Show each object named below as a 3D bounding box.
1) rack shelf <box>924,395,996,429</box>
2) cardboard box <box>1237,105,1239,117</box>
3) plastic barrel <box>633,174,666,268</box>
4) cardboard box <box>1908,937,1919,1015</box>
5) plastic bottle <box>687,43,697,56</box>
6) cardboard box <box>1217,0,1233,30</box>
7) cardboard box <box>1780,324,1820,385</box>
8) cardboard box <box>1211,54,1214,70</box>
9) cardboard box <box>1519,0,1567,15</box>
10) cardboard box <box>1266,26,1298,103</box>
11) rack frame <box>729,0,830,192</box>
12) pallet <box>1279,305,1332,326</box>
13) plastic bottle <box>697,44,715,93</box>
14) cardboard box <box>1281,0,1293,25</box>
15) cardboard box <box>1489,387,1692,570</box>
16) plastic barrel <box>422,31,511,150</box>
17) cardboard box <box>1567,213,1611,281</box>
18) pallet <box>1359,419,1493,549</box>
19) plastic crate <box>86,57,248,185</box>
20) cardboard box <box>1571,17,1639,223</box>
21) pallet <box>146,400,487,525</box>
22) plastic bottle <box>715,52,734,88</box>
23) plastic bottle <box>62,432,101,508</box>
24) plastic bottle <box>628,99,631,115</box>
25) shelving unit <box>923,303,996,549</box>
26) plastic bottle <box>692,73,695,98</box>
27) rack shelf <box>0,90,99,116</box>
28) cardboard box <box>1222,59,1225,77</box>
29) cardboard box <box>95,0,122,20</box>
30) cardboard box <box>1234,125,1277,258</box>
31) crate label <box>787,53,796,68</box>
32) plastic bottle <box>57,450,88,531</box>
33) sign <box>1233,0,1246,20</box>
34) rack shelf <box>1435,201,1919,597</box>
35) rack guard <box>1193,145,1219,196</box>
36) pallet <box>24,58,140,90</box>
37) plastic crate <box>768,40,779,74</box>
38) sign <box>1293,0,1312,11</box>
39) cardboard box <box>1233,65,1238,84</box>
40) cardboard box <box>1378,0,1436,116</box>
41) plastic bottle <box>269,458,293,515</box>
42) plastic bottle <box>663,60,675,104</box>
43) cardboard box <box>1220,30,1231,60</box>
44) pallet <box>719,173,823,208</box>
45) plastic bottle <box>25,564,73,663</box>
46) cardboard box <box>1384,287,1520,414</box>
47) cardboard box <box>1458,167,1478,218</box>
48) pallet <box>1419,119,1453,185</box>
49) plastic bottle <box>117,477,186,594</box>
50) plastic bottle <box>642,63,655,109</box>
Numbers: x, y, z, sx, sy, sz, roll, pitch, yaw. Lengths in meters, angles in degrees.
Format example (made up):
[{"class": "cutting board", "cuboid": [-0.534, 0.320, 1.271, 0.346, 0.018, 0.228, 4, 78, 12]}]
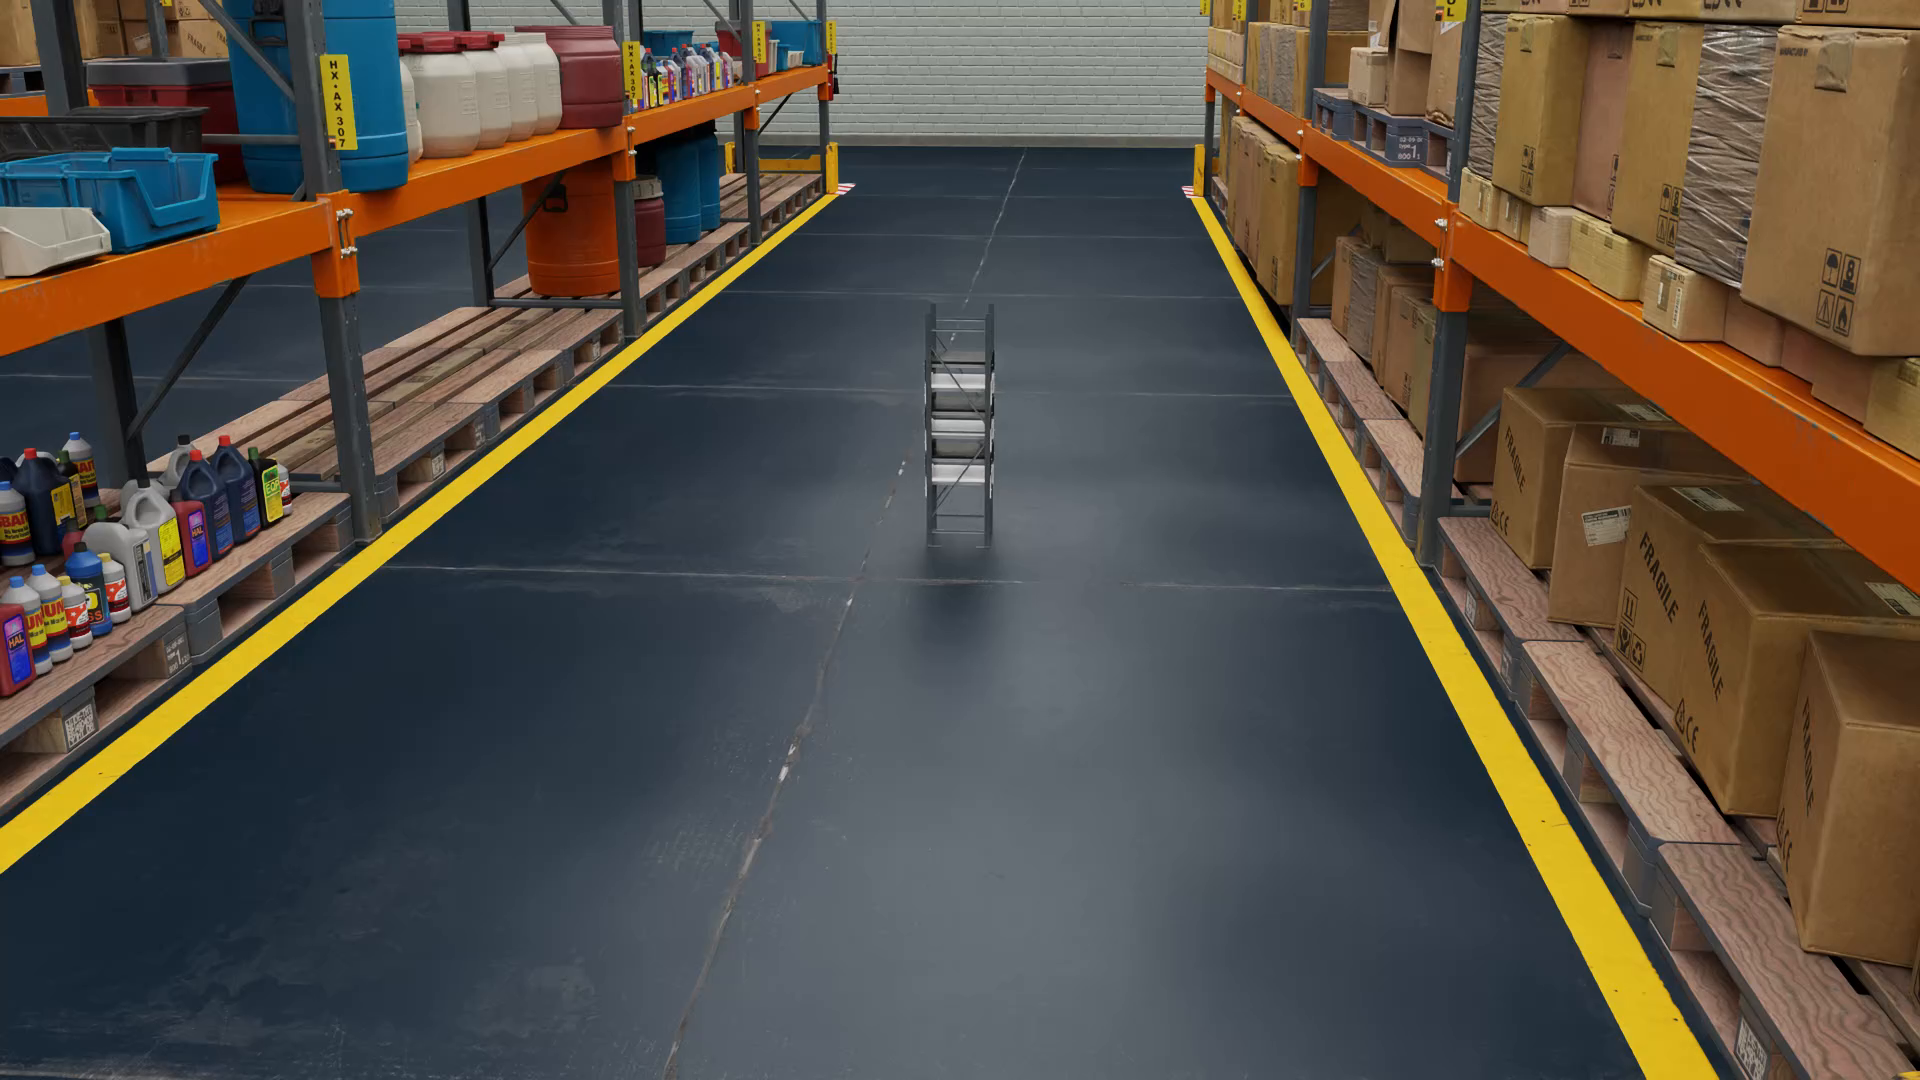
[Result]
[{"class": "rack shelf", "cuboid": [0.001, -0.484, 6.273, 0.258, 0.077, 0.200, 1, 18, 4]}, {"class": "cardboard box", "cuboid": [2.955, -3.482, 14.969, 0.875, 0.875, 0.875, 1, 18, 4]}, {"class": "plastic barrel", "cuboid": [-2.365, -2.234, 11.622, 0.600, 0.588, 0.708, 1, 18, 4]}, {"class": "cardboard box", "cuboid": [1.965, 0.713, 2.771, 0.500, 0.500, 0.500, 5, 19, 14]}, {"class": "plastic bottle", "cuboid": [-2.060, -3.607, 12.692, 0.144, 0.351, 0.185, 1, 18, 4]}, {"class": "cardboard box", "cuboid": [2.679, -5.018, 15.480, 0.500, 0.500, 0.500, 1, 18, 2]}, {"class": "cardboard box", "cuboid": [1.795, -0.366, 3.127, 0.380, 0.149, 0.250, 1, 18, 4]}, {"class": "cardboard box", "cuboid": [2.661, -4.670, 16.261, 0.380, 0.149, 0.250, 1, 18, 3]}, {"class": "cardboard box", "cuboid": [1.870, -1.699, 4.547, 0.500, 0.500, 0.500, 1, 18, 4]}, {"class": "cardboard box", "cuboid": [2.378, -3.247, 11.355, 0.500, 0.500, 0.500, 2, 18, 5]}, {"class": "rack frame", "cuboid": [-1.890, -5.162, 17.359, 1.000, 3.000, 0.127, 1, 18, 4]}, {"class": "pallet", "cuboid": [2.608, -1.485, 10.615, 1.003, 0.211, 1.213, 1, 18, 4]}, {"class": "plastic bottle", "cuboid": [-1.930, -3.546, 12.507, 0.144, 0.351, 0.185, 1, 18, 4]}, {"class": "cardboard box", "cuboid": [2.665, -3.922, 11.803, 0.797, 0.503, 0.637, 1, 18, 5]}, {"class": "cardboard box", "cuboid": [2.121, -0.213, 5.595, 0.500, 0.500, 0.500, 1, 18, 2]}, {"class": "plastic barrel", "cuboid": [-2.379, -2.154, 7.961, 0.433, 0.535, 0.433, 0, 18, 0]}, {"class": "cardboard box", "cuboid": [1.809, -0.756, 4.317, 0.380, 0.149, 0.250, 1, 18, 4]}, {"class": "pallet", "cuboid": [2.244, -0.241, 6.820, 1.003, 0.211, 1.213, 1, 18, 4]}, {"class": "plastic crate", "cuboid": [-3.021, -1.623, 6.455, 0.402, 0.464, 0.583, 1, 18, 4]}, {"class": "cardboard box", "cuboid": [2.090, -1.063, 4.211, 0.875, 0.500, 0.500, 1, 18, 4]}, {"class": "pallet", "cuboid": [-2.733, -0.355, 7.166, 1.003, 0.211, 1.213, 1, 18, 4]}, {"class": "plastic bottle", "cuboid": [-1.883, -3.731, 13.191, 0.152, 0.276, 0.135, 1, 18, 4]}, {"class": "plastic bottle", "cuboid": [-3.210, -0.258, 6.069, 0.097, 0.271, 0.097, 0, 18, 0]}, {"class": "plastic bottle", "cuboid": [-2.110, -2.745, 10.184, 0.152, 0.276, 0.135, 1, 18, 4]}, {"class": "shelving unit", "cuboid": [0.001, -0.430, 6.291, 0.258, 0.900, 0.210, 1, 18, 4]}, {"class": "plastic bottle", "cuboid": [-1.952, -3.275, 11.919, 0.097, 0.201, 0.097, 0, 18, 0]}, {"class": "rack shelf", "cuboid": [-7.261, -3.068, 12.125, 1.077, 0.370, 4.000, 1, 18, 4]}, {"class": "cardboard box", "cuboid": [2.570, -4.270, 15.040, 0.380, 0.149, 0.250, 2, 18, 5]}, {"class": "cardboard box", "cuboid": [-7.339, -4.717, 14.234, 0.500, 0.500, 0.500, 1, 18, 4]}, {"class": "cardboard box", "cuboid": [2.674, -2.522, 12.041, 1.225, 0.875, 0.875, 1, 18, 2]}, {"class": "crate label", "cuboid": [-1.799, -4.631, 16.066, 0.396, 0.136, 0.243, 1, 18, 4]}, {"class": "plastic bottle", "cuboid": [-3.100, -0.161, 5.752, 0.061, 0.283, 0.133, 1, 18, 4]}, {"class": "sign", "cuboid": [2.210, -4.270, 13.119, 0.100, 0.325, 0.005, 1, 18, 4]}, {"class": "rack shelf", "cuboid": [2.046, -0.361, 3.864, 1.077, 0.370, 4.000, 1, 18, 4]}, {"class": "rack guard", "cuboid": [3.052, -3.871, 17.434, 1.175, 0.500, 0.348, 1, 18, 4]}, {"class": "pallet", "cuboid": [-7.283, -3.694, 13.188, 1.003, 0.211, 1.213, 1, 18, 4]}, {"class": "plastic crate", "cuboid": [-1.884, -4.362, 15.011, 0.437, 0.282, 0.530, 1, 18, 4]}, {"class": "sign", "cuboid": [1.923, -3.128, 9.293, 0.100, 0.325, 0.005, 1, 18, 4]}, {"class": "cardboard box", "cuboid": [2.477, -3.872, 13.825, 0.380, 0.149, 0.250, 2, 18, 5]}, {"class": "cardboard box", "cuboid": [2.222, -2.113, 7.215, 0.797, 0.503, 0.637, 3, 18, 10]}, {"class": "plastic bottle", "cuboid": [-2.466, -0.195, 5.987, 0.097, 0.201, 0.097, 0, 18, 0]}, {"class": "plastic bottle", "cuboid": [-1.982, -3.107, 11.275, 0.061, 0.283, 0.133, 1, 18, 4]}, {"class": "cardboard box", "cuboid": [2.644, -4.499, 15.098, 0.500, 0.250, 0.500, 1, 18, 3]}, {"class": "pallet", "cuboid": [-1.988, -3.581, 17.014, 1.003, 0.211, 1.213, 1, 18, 4]}, {"class": "plastic bottle", "cuboid": [-2.565, 0.201, 4.667, 0.097, 0.271, 0.097, 0, 18, 0]}, {"class": "cardboard box", "cuboid": [2.348, -0.857, 7.530, 0.700, 0.500, 0.500, 0, 18, -1]}, {"class": "cardboard box", "cuboid": [1.874, -1.145, 5.503, 0.380, 0.149, 0.250, 1, 18, 4]}, {"class": "pallet", "cuboid": [2.390, -1.467, 6.392, 1.003, 0.211, 1.213, 1, 18, 4]}, {"class": "plastic bottle", "cuboid": [-2.546, -0.019, 5.211, 0.144, 0.351, 0.185, 1, 18, 4]}, {"class": "plastic bottle", "cuboid": [-2.022, -2.933, 10.745, 0.061, 0.283, 0.133, 1, 18, 4]}]
